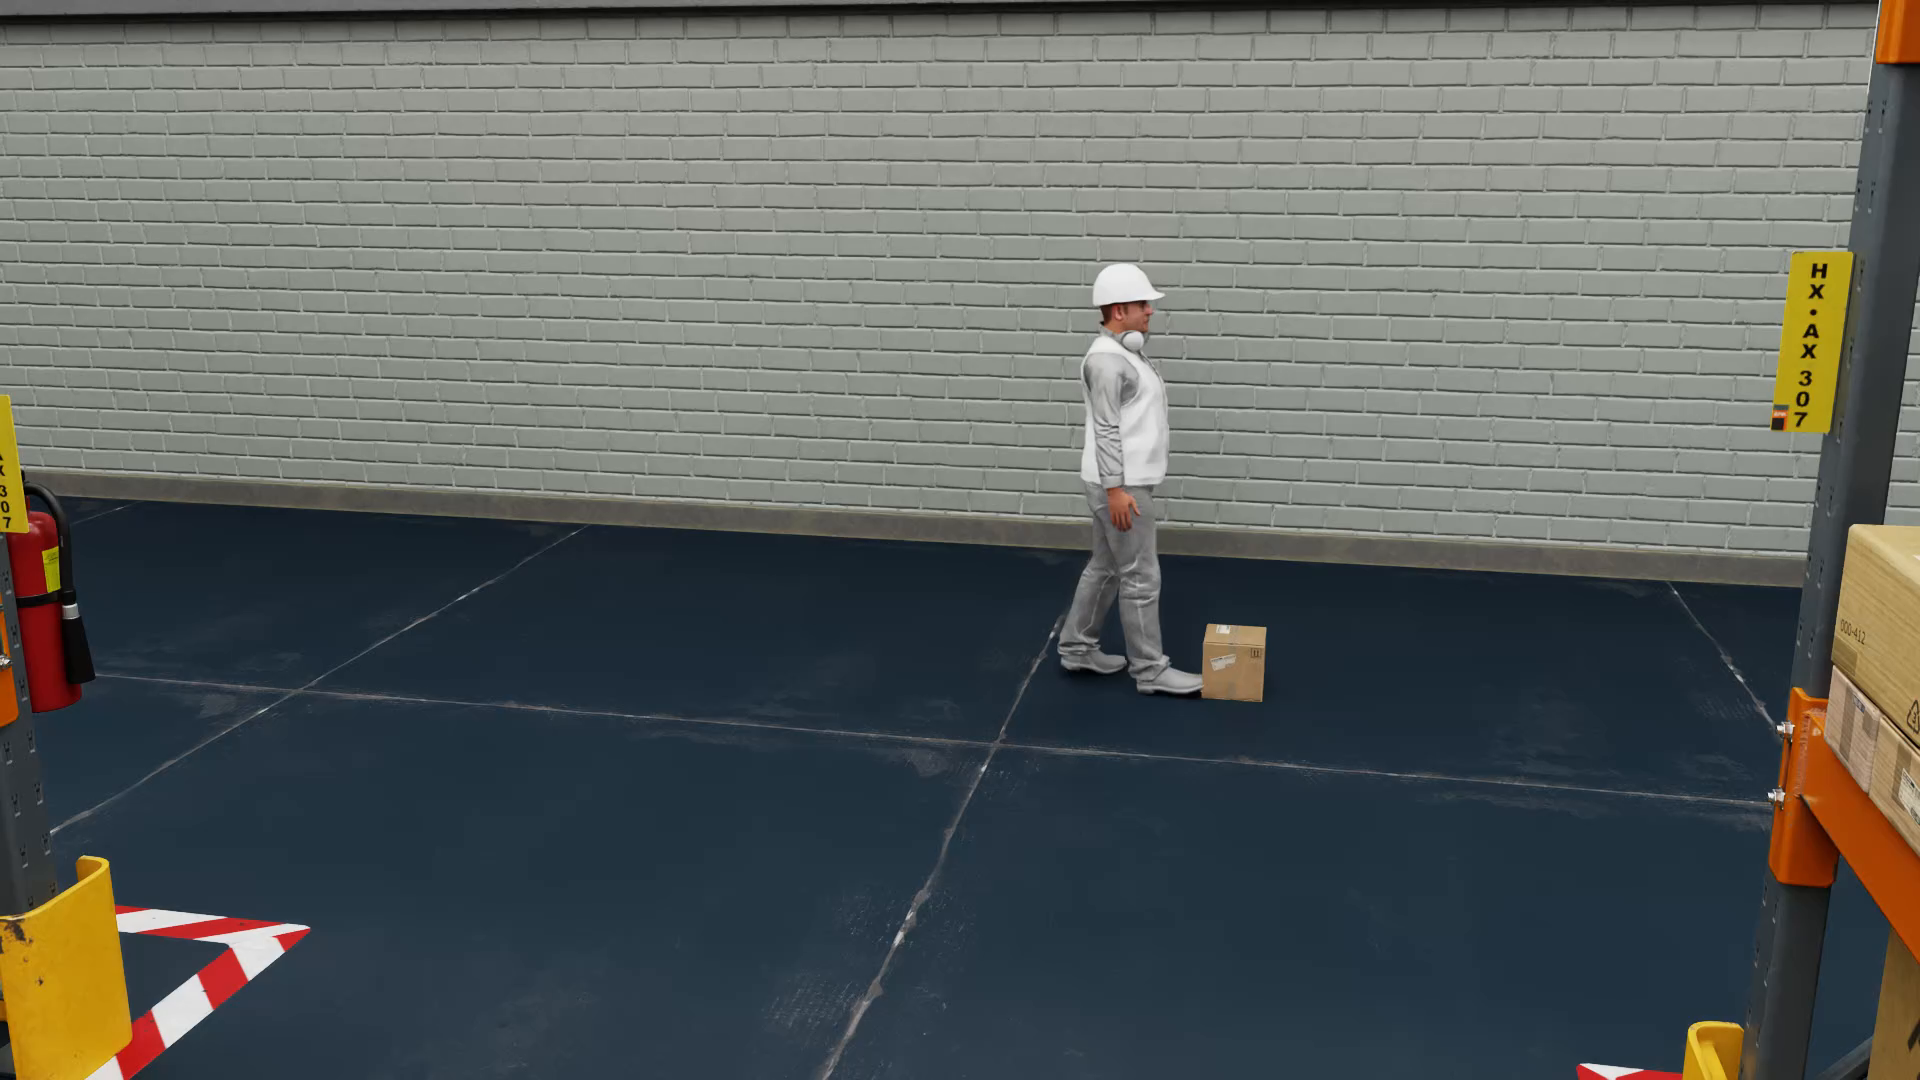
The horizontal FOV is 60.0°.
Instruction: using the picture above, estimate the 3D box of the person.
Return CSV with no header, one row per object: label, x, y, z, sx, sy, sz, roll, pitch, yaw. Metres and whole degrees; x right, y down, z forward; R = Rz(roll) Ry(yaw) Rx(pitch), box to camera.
person,0.732,-0.245,6.887,0.660,1.776,0.553,3,15,12
